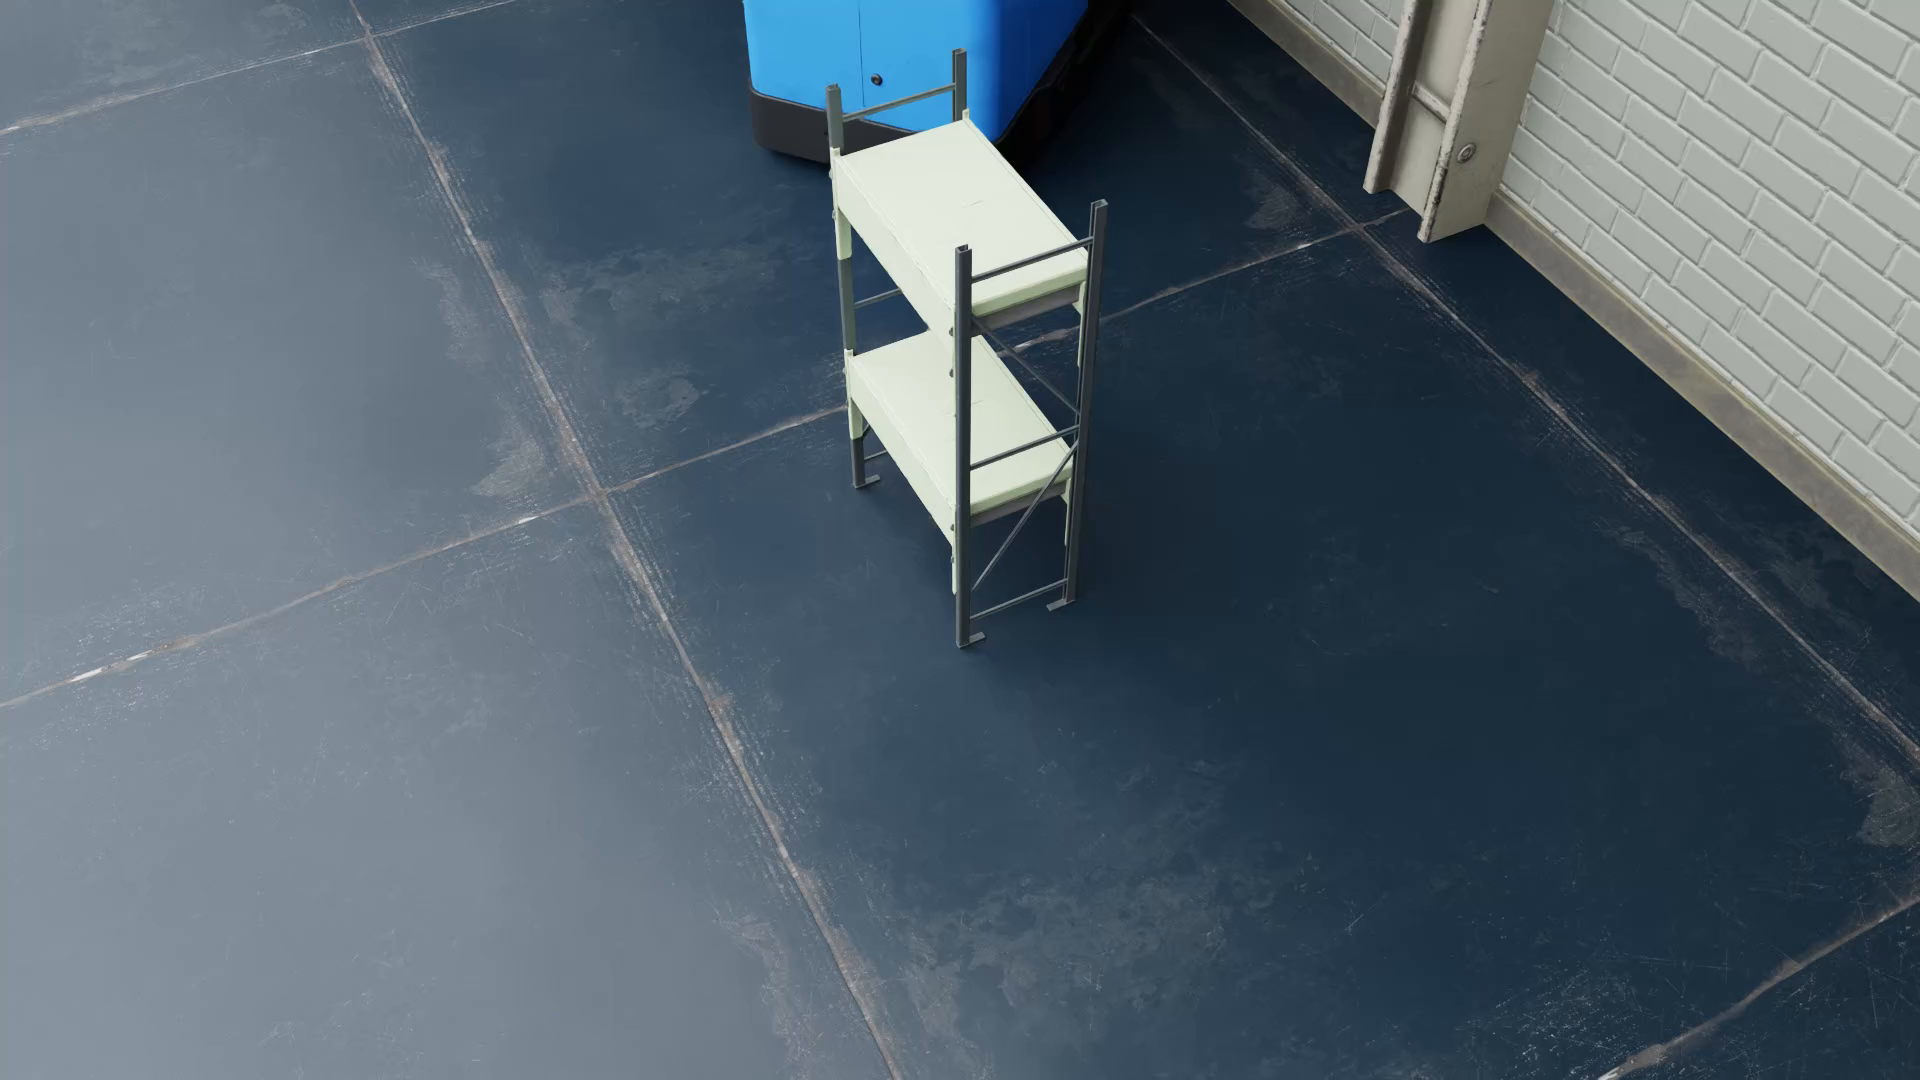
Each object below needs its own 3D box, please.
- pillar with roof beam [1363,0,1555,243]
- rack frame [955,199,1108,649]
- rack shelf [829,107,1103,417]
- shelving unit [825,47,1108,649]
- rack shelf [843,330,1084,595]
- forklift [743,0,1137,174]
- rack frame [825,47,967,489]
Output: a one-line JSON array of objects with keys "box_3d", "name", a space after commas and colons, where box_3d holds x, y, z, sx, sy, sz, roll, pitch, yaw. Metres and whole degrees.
[{"box_3d": [-2.041, -2.773, 1.697, 9.100, 9.000, 0.400, -21, 52, -18], "name": "pillar with roof beam"}, {"box_3d": [0.171, -0.244, 4.467, 0.400, 1.500, 0.023, -21, 52, -18], "name": "rack frame"}, {"box_3d": [0.003, -0.746, 4.388, 0.431, 0.370, 0.720, -21, 52, -18], "name": "rack shelf"}, {"box_3d": [0.003, -0.489, 4.682, 0.431, 1.500, 0.755, -21, 52, -18], "name": "shelving unit"}, {"box_3d": [0.003, -0.275, 4.927, 0.431, 0.370, 0.720, -21, 52, -18], "name": "rack shelf"}, {"box_3d": [0.219, -3.375, 6.255, 1.130, 2.935, 3.031, 17, 51, 15], "name": "forklift"}, {"box_3d": [-0.164, -0.734, 4.896, 0.400, 1.500, 0.023, -21, 52, -18], "name": "rack frame"}]
